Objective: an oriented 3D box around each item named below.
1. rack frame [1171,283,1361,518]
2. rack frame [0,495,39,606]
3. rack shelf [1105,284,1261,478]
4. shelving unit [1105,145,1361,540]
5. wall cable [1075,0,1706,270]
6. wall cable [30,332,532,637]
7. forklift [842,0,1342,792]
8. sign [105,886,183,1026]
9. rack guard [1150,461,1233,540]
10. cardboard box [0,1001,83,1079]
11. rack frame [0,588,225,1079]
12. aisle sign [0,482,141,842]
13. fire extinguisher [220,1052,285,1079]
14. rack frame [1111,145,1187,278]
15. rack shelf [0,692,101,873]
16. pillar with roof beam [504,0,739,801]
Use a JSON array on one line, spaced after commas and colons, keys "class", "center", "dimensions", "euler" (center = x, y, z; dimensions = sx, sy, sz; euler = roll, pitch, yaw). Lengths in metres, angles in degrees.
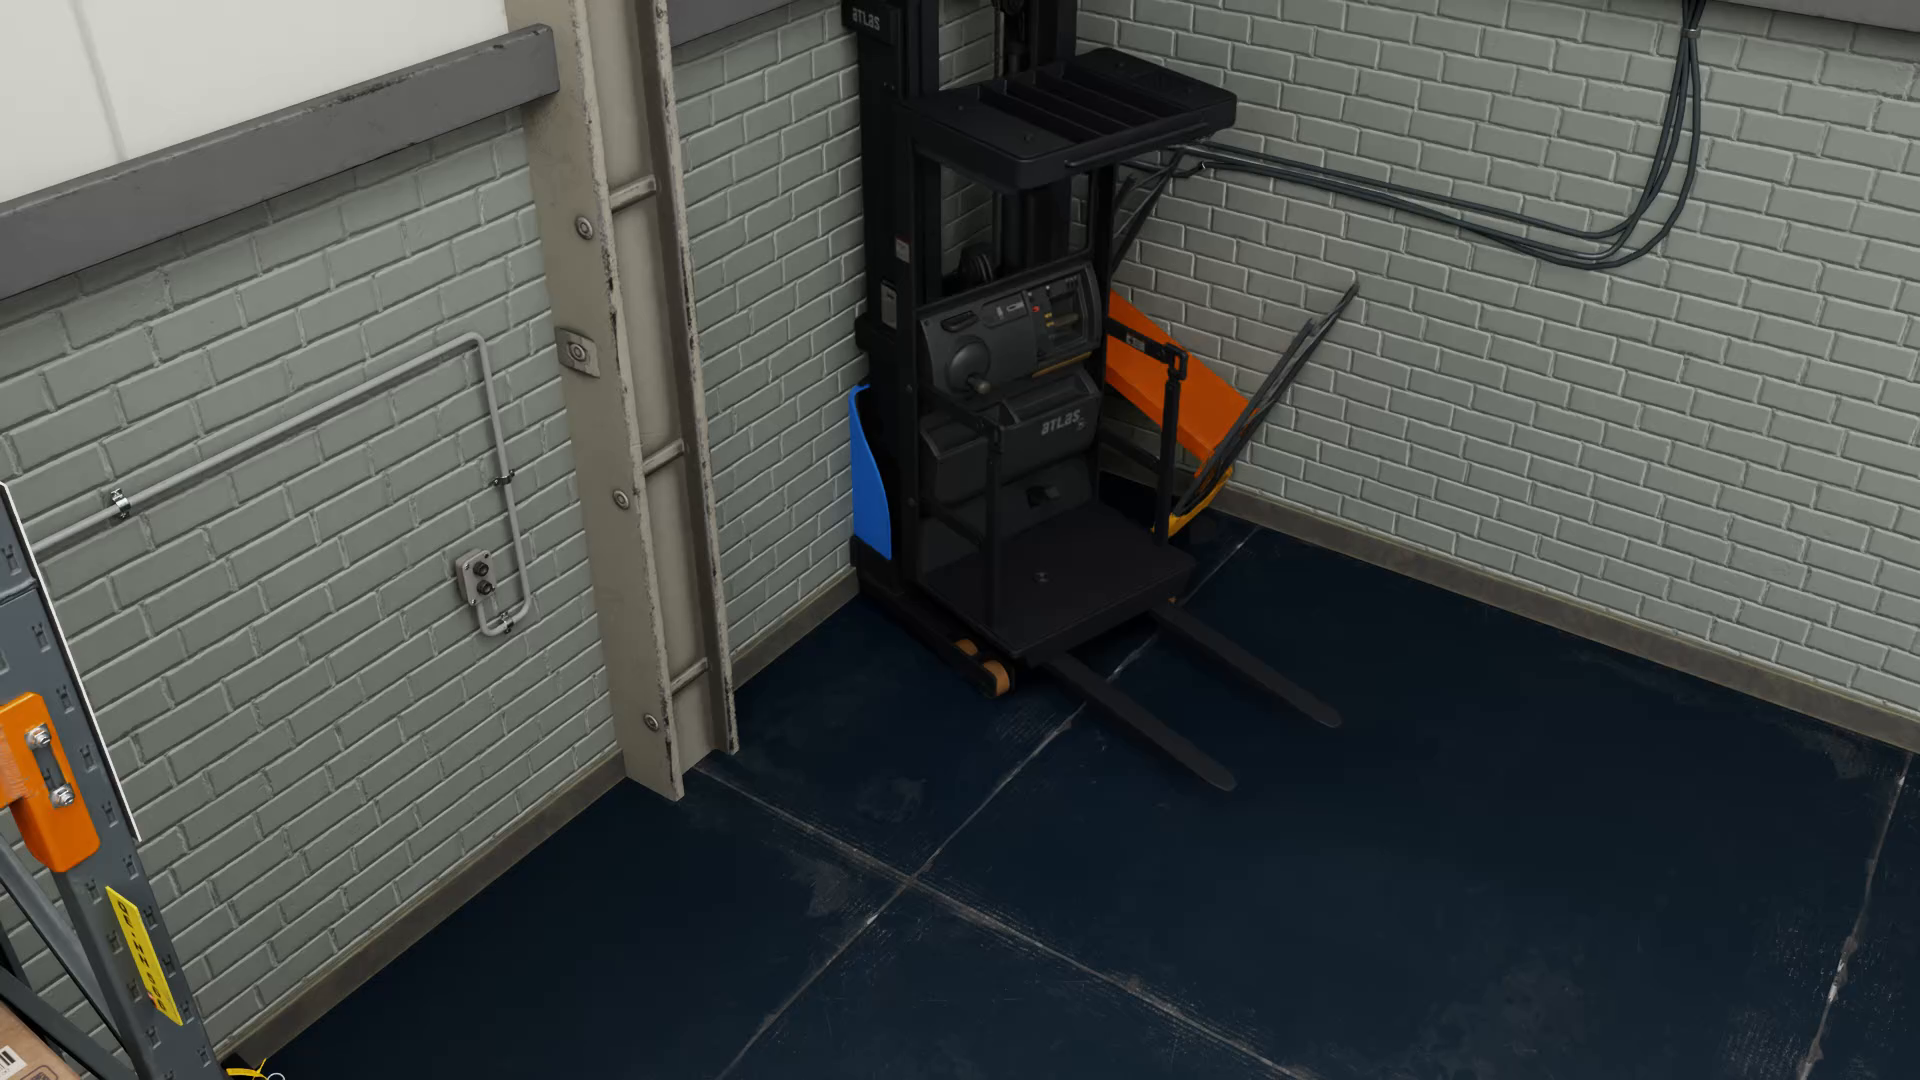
[{"class": "rack frame", "center": [1.357, -0.561, 7.756], "dimensions": [0.032, 1.500, 0.500], "euler": [42, 45, 11]}, {"class": "rack frame", "center": [-1.987, -1.295, 2.132], "dimensions": [1.000, 3.000, 0.127], "euler": [21, 39, 28]}, {"class": "rack shelf", "center": [0.917, -0.779, 7.981], "dimensions": [1.000, 0.185, 0.538], "euler": [42, 45, 11]}, {"class": "shelving unit", "center": [0.990, -0.886, 7.855], "dimensions": [1.083, 1.500, 0.587], "euler": [42, 45, 11]}, {"class": "wall cable", "center": [1.532, -2.498, 6.682], "dimensions": [3.097, 2.526, 0.112], "euler": [21, 39, 28]}, {"class": "wall cable", "center": [-2.034, -0.122, 4.846], "dimensions": [0.084, 1.984, 1.851], "euler": [21, 39, 28]}, {"class": "forklift", "center": [0.359, -0.841, 6.877], "dimensions": [1.130, 2.935, 3.031], "euler": [-24, 41, -31]}, {"class": "sign", "center": [-1.549, 0.792, 3.156], "dimensions": [0.100, 0.325, 0.005], "euler": [21, 39, 28]}, {"class": "rack guard", "center": [1.126, -0.171, 8.186], "dimensions": [0.087, 0.250, 0.587], "euler": [42, 45, 11]}, {"class": "cardboard box", "center": [-2.269, 1.304, 3.377], "dimensions": [0.980, 0.700, 0.700], "euler": [23, 40, 30]}, {"class": "rack frame", "center": [-1.987, 1.190, 3.813], "dimensions": [1.000, 3.000, 0.127], "euler": [21, 39, 28]}, {"class": "aisle sign", "center": [-1.699, 0.176, 2.992], "dimensions": [0.394, 0.787, 0.004], "euler": [21, 39, 28]}, {"class": "fire extinguisher", "center": [-1.521, 1.454, 3.823], "dimensions": [0.296, 0.674, 0.183], "euler": [21, 39, 28]}, {"class": "rack frame", "center": [0.611, -1.222, 7.958], "dimensions": [0.032, 1.500, 0.500], "euler": [42, 45, 11]}, {"class": "rack shelf", "center": [-3.127, 1.166, 1.813], "dimensions": [1.077, 0.370, 4.000], "euler": [21, 39, 28]}, {"class": "pillar with roof beam", "center": [2.379, -1.439, 2.345], "dimensions": [9.100, 9.000, 0.400], "euler": [21, 39, 28]}]
